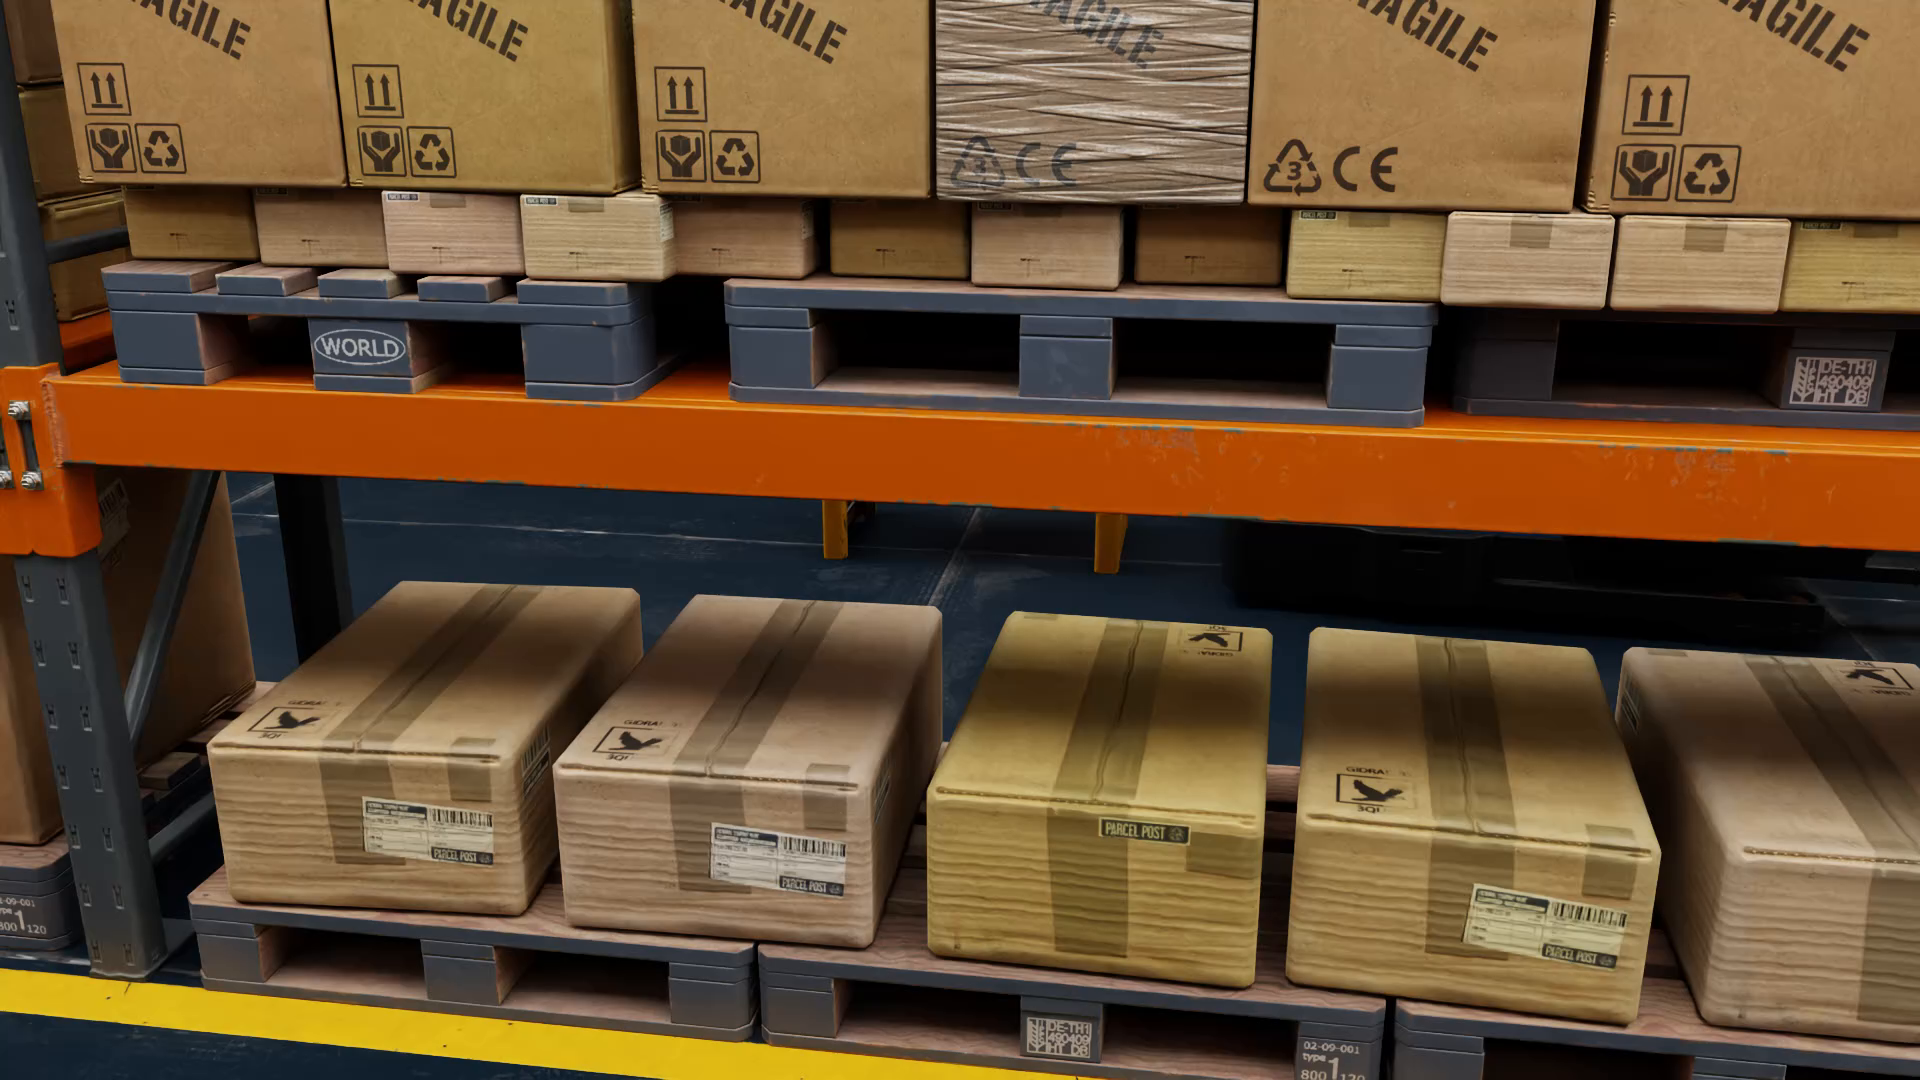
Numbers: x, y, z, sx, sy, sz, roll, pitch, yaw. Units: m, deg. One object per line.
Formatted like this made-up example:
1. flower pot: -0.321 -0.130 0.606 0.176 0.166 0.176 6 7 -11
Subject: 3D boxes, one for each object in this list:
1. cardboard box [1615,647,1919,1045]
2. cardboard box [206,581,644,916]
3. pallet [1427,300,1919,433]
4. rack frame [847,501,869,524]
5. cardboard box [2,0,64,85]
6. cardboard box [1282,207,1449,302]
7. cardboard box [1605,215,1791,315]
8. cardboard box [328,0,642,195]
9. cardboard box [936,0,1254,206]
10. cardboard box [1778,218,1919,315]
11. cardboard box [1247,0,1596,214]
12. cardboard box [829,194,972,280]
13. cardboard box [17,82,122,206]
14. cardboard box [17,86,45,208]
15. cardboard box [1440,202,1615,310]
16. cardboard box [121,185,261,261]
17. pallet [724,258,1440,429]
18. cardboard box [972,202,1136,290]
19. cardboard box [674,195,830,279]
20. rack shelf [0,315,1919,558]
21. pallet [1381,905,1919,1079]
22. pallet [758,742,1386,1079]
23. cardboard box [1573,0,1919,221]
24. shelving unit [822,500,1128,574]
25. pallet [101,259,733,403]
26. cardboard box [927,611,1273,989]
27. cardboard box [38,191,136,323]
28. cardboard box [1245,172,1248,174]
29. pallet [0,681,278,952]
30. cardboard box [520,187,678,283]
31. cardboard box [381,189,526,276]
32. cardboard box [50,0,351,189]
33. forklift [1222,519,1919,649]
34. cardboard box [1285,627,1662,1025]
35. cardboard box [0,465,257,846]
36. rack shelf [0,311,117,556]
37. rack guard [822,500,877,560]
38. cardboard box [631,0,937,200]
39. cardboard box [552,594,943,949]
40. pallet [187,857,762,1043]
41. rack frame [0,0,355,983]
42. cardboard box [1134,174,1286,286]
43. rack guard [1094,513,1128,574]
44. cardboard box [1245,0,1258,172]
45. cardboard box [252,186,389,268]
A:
1. cardboard box: 1.729 0.576 3.334 0.625 0.372 0.950 3 19 9
2. cardboard box: -1.146 0.432 3.765 0.625 0.372 0.950 2 19 5
3. pallet: 1.516 -0.439 3.189 1.213 0.211 1.003 3 19 9
4. rack frame: -0.418 -0.733 6.129 0.032 1.500 0.500 3 19 9
5. cardboard box: -2.150 -1.270 3.637 0.500 0.500 0.500 2 19 7
6. cardboard box: 0.690 -0.521 2.866 0.250 0.149 0.380 3 19 9
7. cardboard box: 1.178 -0.485 2.761 0.250 0.149 0.380 3 19 8
8. cardboard box: -0.779 -0.915 3.023 0.500 0.500 0.500 4 19 11
9. cardboard box: 0.239 -0.863 2.867 0.500 0.500 0.500 2 19 7
10. cardboard box: 1.438 -0.484 2.756 0.250 0.149 0.380 2 19 7
11. cardboard box: 0.756 -0.837 2.789 0.500 0.500 0.500 4 19 11
12. cardboard box: -0.070 -0.589 3.071 0.250 0.149 0.380 4 19 11
13. cardboard box: -2.163 -0.916 3.761 0.500 0.250 0.500 3 19 8
14. cardboard box: -2.221 -0.758 3.288 0.500 0.250 0.500 3 19 8
15. cardboard box: 0.925 -0.497 2.796 0.250 0.149 0.380 3 19 9
16. cardboard box: -1.411 -0.652 3.259 0.250 0.149 0.380 2 19 5
17. pallet: 0.259 -0.469 3.280 1.213 0.211 1.003 3 19 9
18. cardboard box: 0.177 -0.556 2.971 0.250 0.149 0.380 4 19 10
19. cardboard box: -0.355 -0.591 3.077 0.250 0.149 0.380 4 19 12
20. rack shelf: 0.272 -0.205 3.322 4.000 0.370 1.077 3 19 9
21. pallet: 1.478 0.838 3.465 1.213 0.211 1.003 3 19 9
22. pallet: 0.270 0.778 3.647 1.213 0.211 1.003 3 19 9
23. cardboard box: 1.265 -0.809 2.705 0.500 0.500 0.500 3 19 9
24. shelving unit: 0.075 -0.707 6.054 1.083 1.500 0.587 3 19 9
25. pallet: -0.982 -0.553 3.532 1.003 0.211 1.213 3 19 9
26. cardboard box: 0.332 0.506 3.542 0.625 0.372 0.950 4 19 10
27. cardboard box: -2.145 -0.679 3.842 0.500 0.250 0.500 3 19 8
28. cardboard box: 0.469 -0.727 3.481 0.250 0.149 0.380 4 19 11
29. pallet: -2.469 0.612 4.140 1.213 0.211 1.003 3 19 9
30. cardboard box: -0.606 -0.579 3.040 0.250 0.149 0.380 3 19 9
31. cardboard box: -0.874 -0.599 3.101 0.250 0.149 0.380 2 19 5
32. cardboard box: -1.295 -0.939 3.095 0.500 0.500 0.500 2 19 7
33. forklift: 2.465 -1.229 5.358 3.031 2.935 1.130 4 19 11
34. cardboard box: 1.019 0.541 3.439 0.625 0.372 0.950 4 19 12
35. cardboard box: -2.371 0.101 3.961 0.875 0.875 0.875 3 19 8
36. rack shelf: -3.677 -0.406 3.924 4.000 0.370 1.077 3 19 9
37. rack guard: -0.416 -0.140 6.327 0.087 0.250 0.587 3 19 9
38. cardboard box: -0.254 -0.891 2.949 0.500 0.500 0.500 3 19 10
39. cardboard box: -0.416 0.466 3.661 0.625 0.372 0.950 3 19 8
40. pallet: -0.931 0.715 3.832 1.213 0.211 1.003 3 19 9
41. rack frame: -1.702 -0.647 3.509 0.127 3.000 1.000 3 19 9
42. cardboard box: 0.447 -0.566 3.002 0.250 0.149 0.380 2 19 7
43. rack guard: 0.567 -0.090 6.177 0.087 0.250 0.587 3 19 9
44. cardboard box: 0.340 -1.023 3.346 0.500 0.500 0.500 2 19 6
45. cardboard box: -1.137 -0.627 3.185 0.250 0.149 0.380 2 19 5
